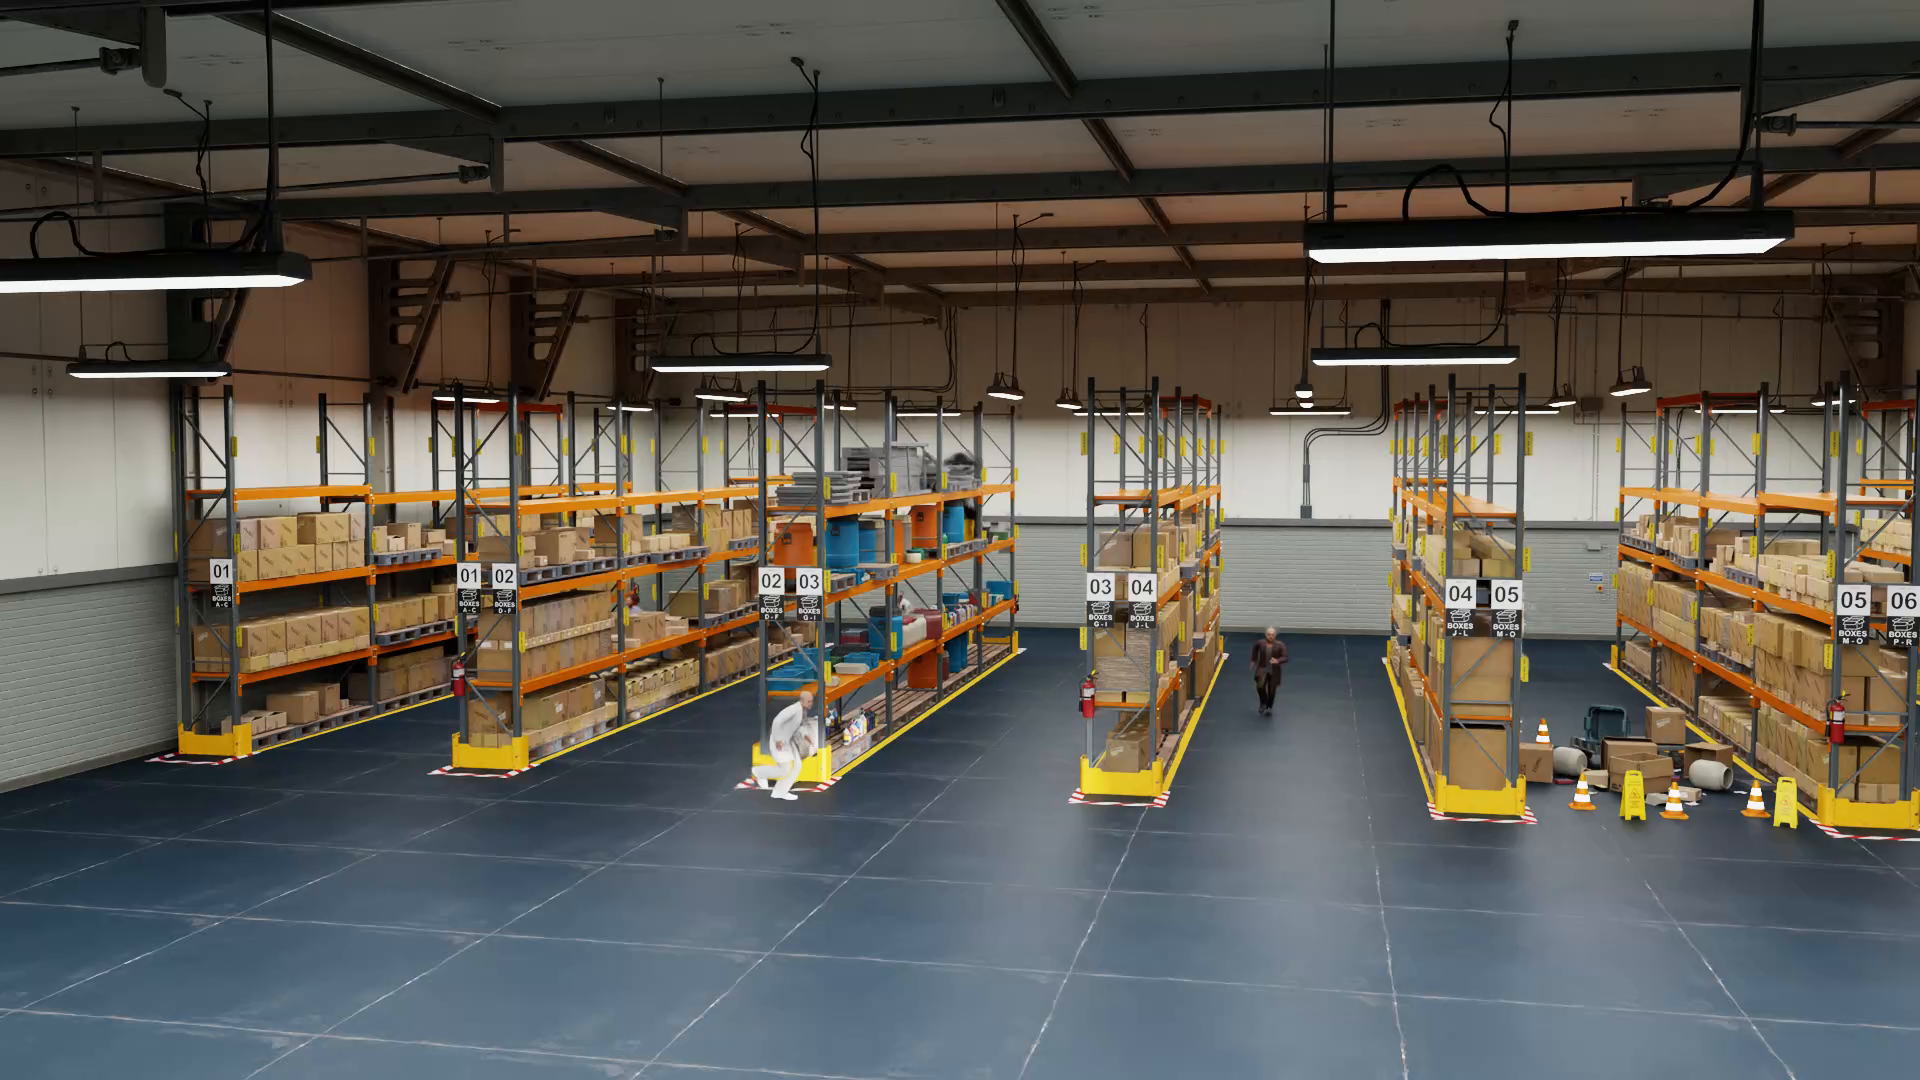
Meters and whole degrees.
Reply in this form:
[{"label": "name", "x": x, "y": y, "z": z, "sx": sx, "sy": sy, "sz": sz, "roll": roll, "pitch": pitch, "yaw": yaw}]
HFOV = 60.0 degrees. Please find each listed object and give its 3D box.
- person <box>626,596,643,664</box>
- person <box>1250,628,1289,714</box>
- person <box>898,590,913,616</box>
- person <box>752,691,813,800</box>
[{"label": "person", "x": -7.361, "y": 2.091, "z": 37.182, "sx": 0.556, "sy": 1.695, "sz": 0.854, "roll": 1, "pitch": 3, "yaw": 11}, {"label": "person", "x": 5.735, "y": 2.434, "z": 30.846, "sx": 0.698, "sy": 1.650, "sz": 1.023, "roll": 1, "pitch": 3, "yaw": 11}, {"label": "person", "x": -1.351, "y": 1.926, "z": 38.933, "sx": 0.564, "sy": 1.561, "sz": 0.703, "roll": 1, "pitch": 3, "yaw": 14}, {"label": "person", "x": -2.522, "y": 2.905, "z": 23.564, "sx": 0.970, "sy": 1.581, "sz": 0.728, "roll": 1, "pitch": 3, "yaw": 21}]
